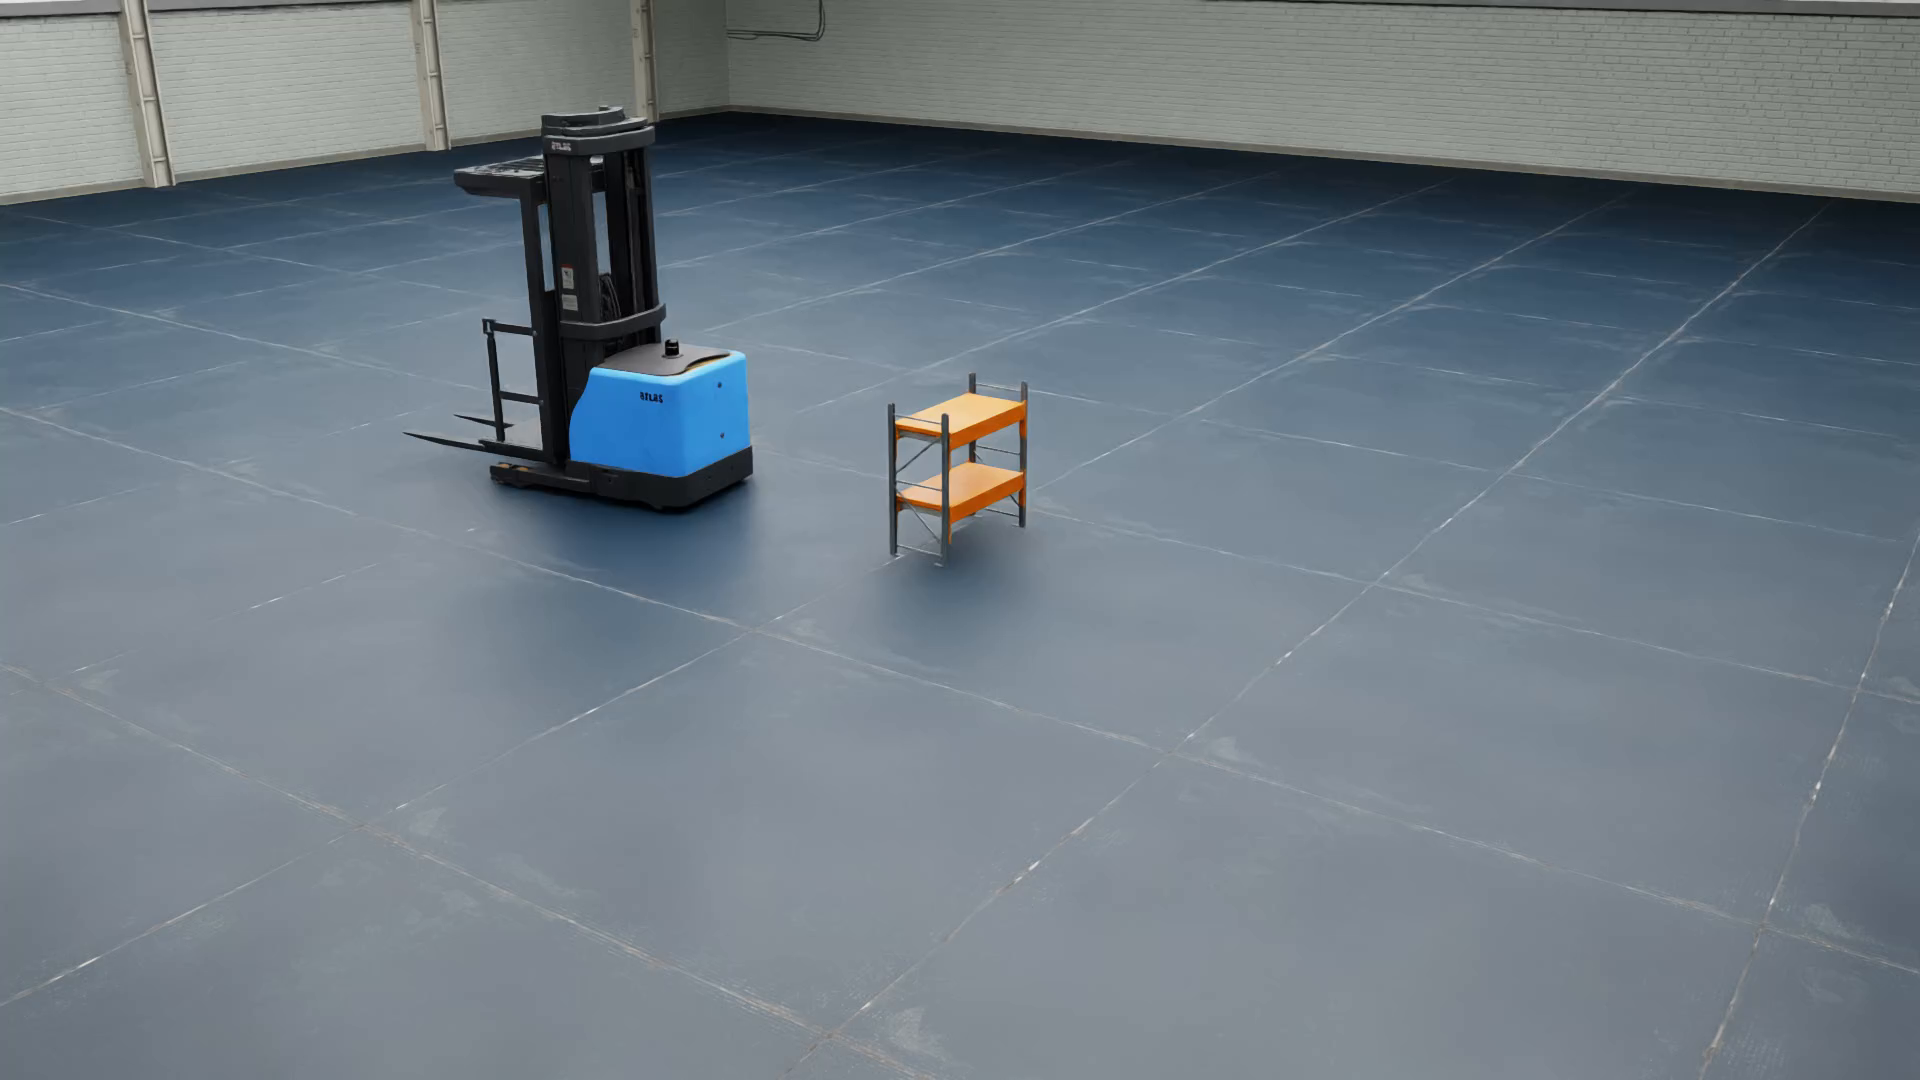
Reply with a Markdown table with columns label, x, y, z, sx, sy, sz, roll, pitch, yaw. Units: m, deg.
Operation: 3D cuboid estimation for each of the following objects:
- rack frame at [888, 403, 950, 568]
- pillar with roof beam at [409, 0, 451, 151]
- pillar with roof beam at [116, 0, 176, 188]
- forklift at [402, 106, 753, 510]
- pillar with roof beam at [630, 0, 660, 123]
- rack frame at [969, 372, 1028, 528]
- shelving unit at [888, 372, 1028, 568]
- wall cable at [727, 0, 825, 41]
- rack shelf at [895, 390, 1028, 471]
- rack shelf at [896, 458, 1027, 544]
| label | x | y | z | sx | sy | sz | roll | pitch | yaw |
| --- | --- | --- | --- | --- | --- | --- | --- | --- | --- |
| rack frame | -0.290 | -0.380 | 11.670 | 0.500 | 1.125 | 0.032 | 13 | 24 | 32 |
| pillar with roof beam | -6.966 | -11.260 | 29.735 | 9.100 | 9.000 | 0.400 | 13 | 24 | 32 |
| pillar with roof beam | -10.339 | -9.539 | 25.081 | 9.100 | 9.000 | 0.400 | 13 | 24 | 32 |
| forklift | -3.233 | -1.947 | 13.305 | 3.031 | 2.935 | 1.130 | 10 | 23 | 25 |
| pillar with roof beam | -3.593 | -12.982 | 34.389 | 9.100 | 9.000 | 0.400 | 13 | 24 | 32 |
| rack frame | 0.282 | -0.671 | 12.459 | 0.500 | 1.125 | 0.032 | 13 | 24 | 32 |
| shelving unit | -0.004 | -0.526 | 12.065 | 0.538 | 1.125 | 1.048 | 13 | 24 | 32 |
| wall cable | -4.404 | -12.952 | 38.786 | 3.097 | 2.526 | 0.112 | 13 | 24 | 32 |
| rack shelf | -0.004 | -0.800 | 11.963 | 0.538 | 0.278 | 1.000 | 13 | 24 | 32 |
| rack shelf | -0.004 | -0.296 | 12.149 | 0.538 | 0.278 | 1.000 | 13 | 24 | 32 |
